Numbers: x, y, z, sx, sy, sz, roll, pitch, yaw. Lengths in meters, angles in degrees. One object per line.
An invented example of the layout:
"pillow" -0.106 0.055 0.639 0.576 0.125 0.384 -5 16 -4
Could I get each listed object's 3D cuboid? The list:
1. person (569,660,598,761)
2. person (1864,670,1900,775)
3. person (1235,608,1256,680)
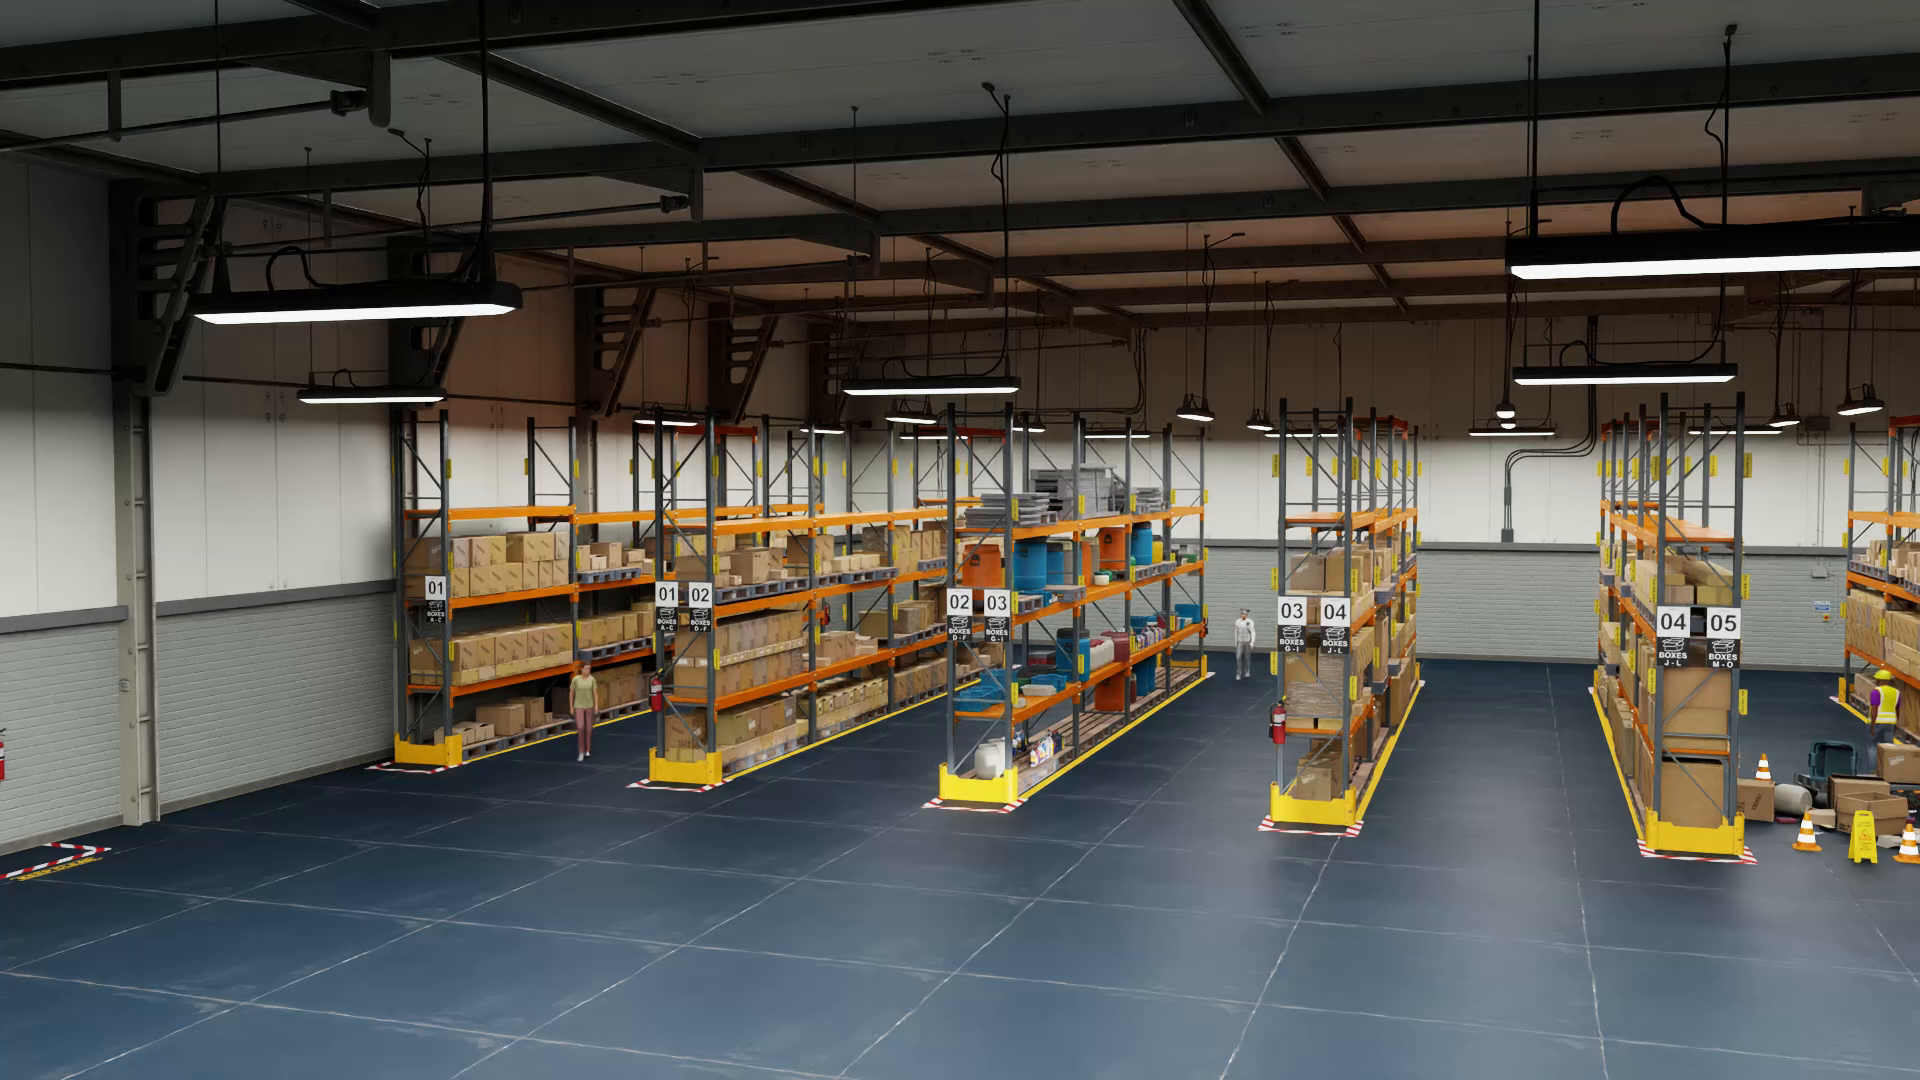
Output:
"person" -6.476 2.961 28.759 0.470 1.699 0.592 -1 3 -26
"person" 14.863 2.998 26.728 0.551 1.808 0.602 0 2 7
"person" 6.793 2.479 39.686 0.521 1.713 0.577 1 3 20
